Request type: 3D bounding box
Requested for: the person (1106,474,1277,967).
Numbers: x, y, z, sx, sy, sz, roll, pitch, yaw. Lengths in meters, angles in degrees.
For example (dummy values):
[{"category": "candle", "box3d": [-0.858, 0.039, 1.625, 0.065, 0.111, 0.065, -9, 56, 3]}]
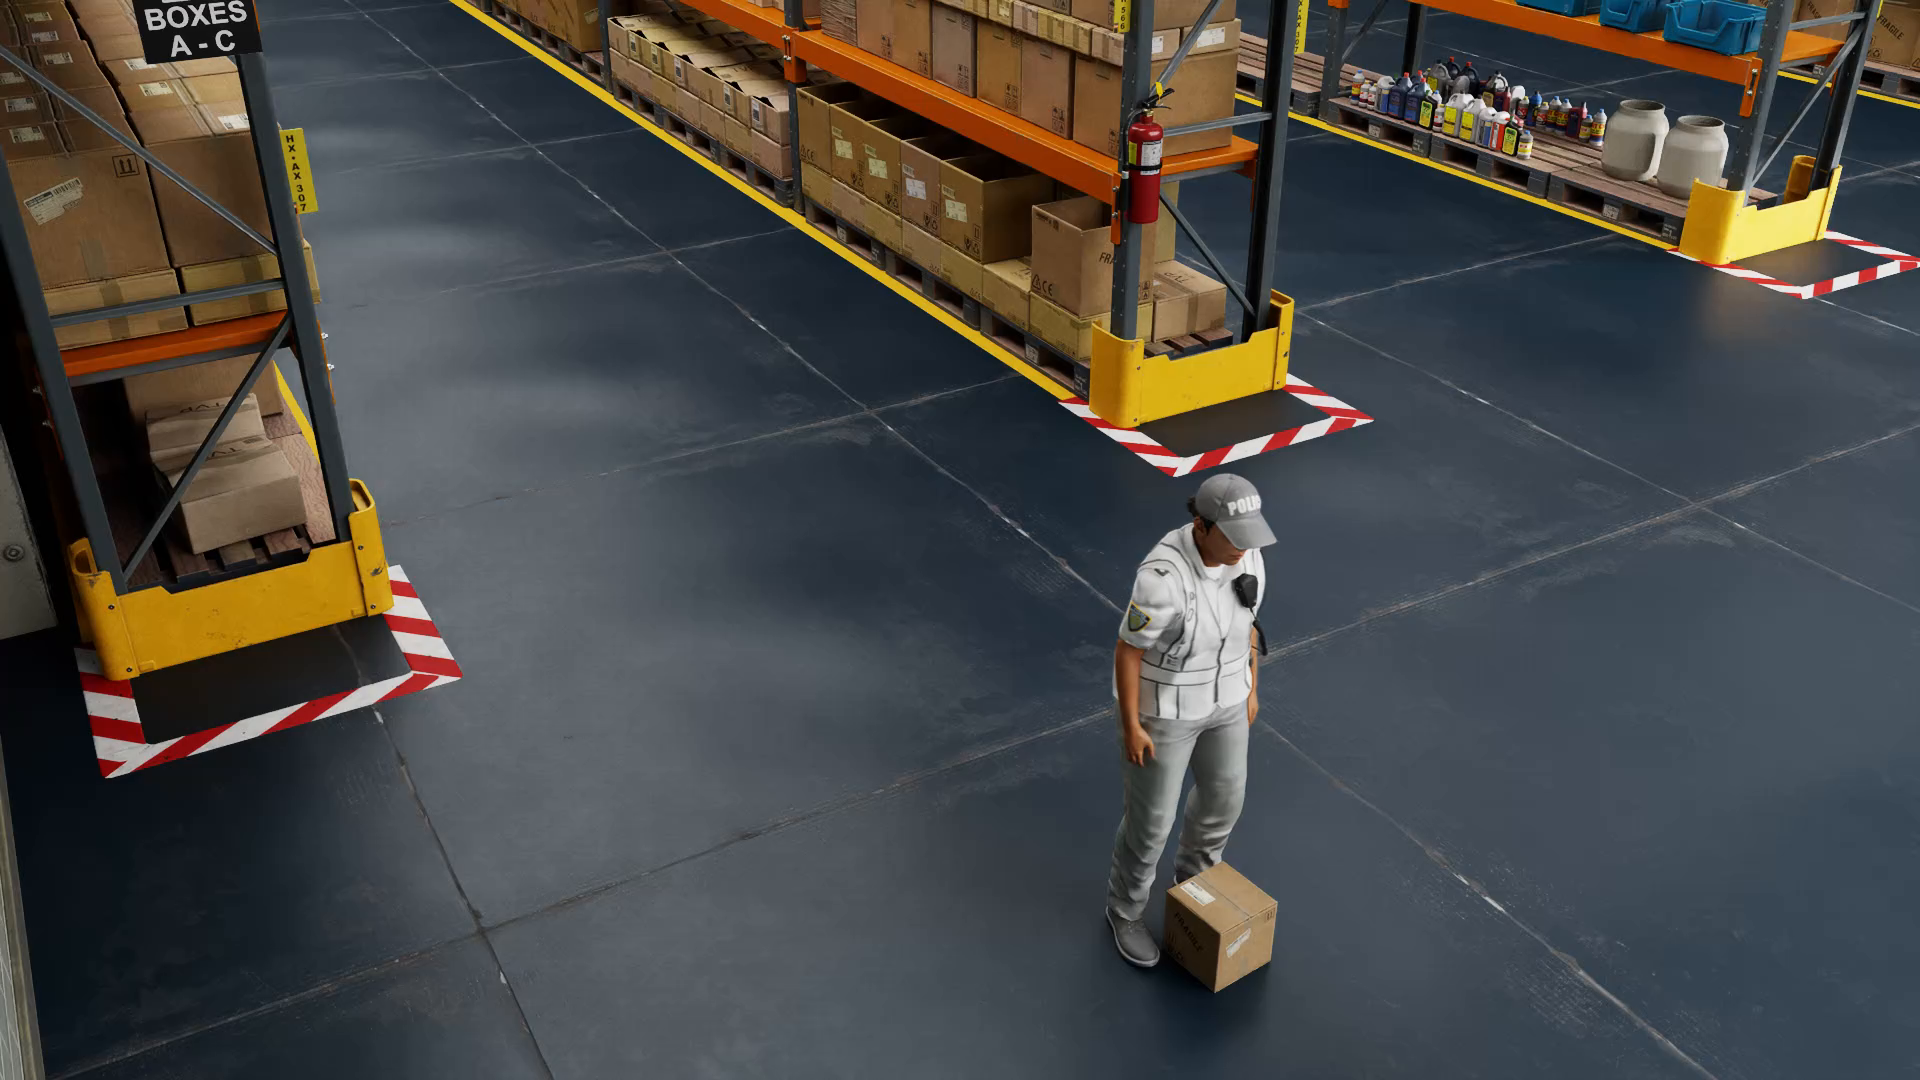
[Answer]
[{"category": "person", "box3d": [0.716, 0.530, 5.170, 0.537, 1.665, 0.469, -16, 33, -27]}]
